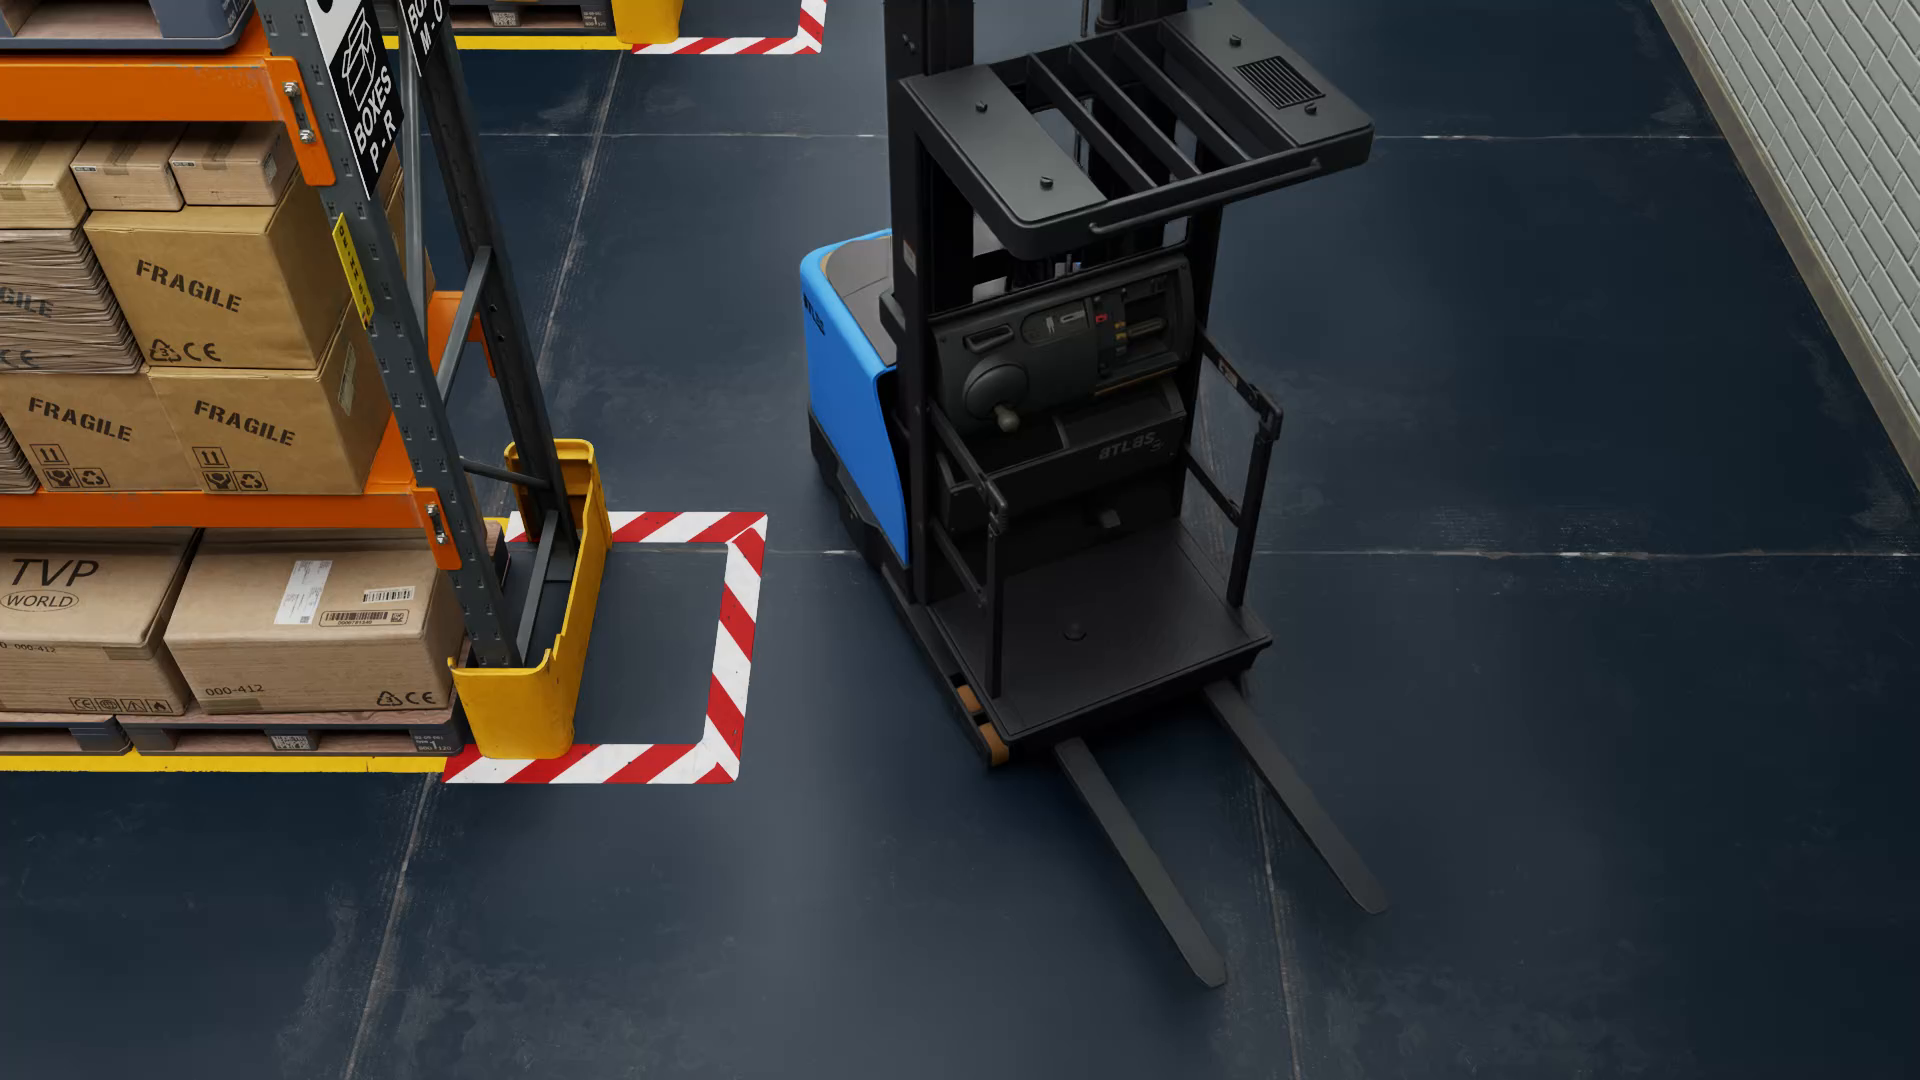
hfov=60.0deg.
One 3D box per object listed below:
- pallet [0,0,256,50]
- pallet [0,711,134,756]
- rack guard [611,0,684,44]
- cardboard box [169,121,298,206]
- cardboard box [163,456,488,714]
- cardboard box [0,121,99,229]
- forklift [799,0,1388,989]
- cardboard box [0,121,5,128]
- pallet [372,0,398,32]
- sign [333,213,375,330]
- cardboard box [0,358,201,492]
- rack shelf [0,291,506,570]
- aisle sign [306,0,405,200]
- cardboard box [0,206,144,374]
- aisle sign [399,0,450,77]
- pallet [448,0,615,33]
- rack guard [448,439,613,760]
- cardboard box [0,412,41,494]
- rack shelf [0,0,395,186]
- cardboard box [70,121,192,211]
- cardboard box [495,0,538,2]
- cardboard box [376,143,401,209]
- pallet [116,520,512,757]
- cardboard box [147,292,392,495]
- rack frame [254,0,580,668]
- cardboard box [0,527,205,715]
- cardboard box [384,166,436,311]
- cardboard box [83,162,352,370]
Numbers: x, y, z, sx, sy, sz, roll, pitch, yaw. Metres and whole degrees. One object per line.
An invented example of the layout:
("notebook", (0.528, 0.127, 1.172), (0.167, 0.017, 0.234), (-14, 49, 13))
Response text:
("pallet", (-2.366, -1.634, 4.314), (1.213, 0.211, 1.003), (0, 47, 0))
("pallet", (-3.641, 0.352, 6.359), (1.213, 0.211, 1.003), (0, 47, 0))
("rack guard", (-1.783, -3.420, 9.673), (0.348, 0.500, 1.175), (0, 47, 0))
("cardboard box", (-1.984, -1.098, 4.609), (0.250, 0.149, 0.380), (1, 47, 1))
("cardboard box", (-2.285, 0.153, 6.103), (0.875, 0.438, 0.875), (-1, 47, -1))
("cardboard box", (-2.497, -1.020, 4.537), (0.250, 0.149, 0.380), (0, 47, 0))
("forklift", (0.448, -0.546, 5.336), (1.130, 2.935, 3.031), (-19, 50, -17))
("cardboard box", (-2.748, -1.051, 4.566), (0.250, 0.149, 0.380), (1, 47, 1))
("pallet", (-3.812, -3.355, 9.810), (1.213, 0.211, 1.003), (0, 47, 0))
("sign", (-1.640, -0.726, 4.505), (0.005, 0.325, 0.100), (0, 47, 0))
("cardboard box", (-2.610, -0.502, 5.181), (0.500, 0.500, 0.500), (-1, 47, -1))
("rack shelf", (-3.625, -0.408, 5.653), (4.000, 0.370, 1.077), (0, 47, 0))
("aisle sign", (-1.554, -1.307, 4.222), (0.004, 0.787, 0.394), (0, 47, 0))
("cardboard box", (-2.630, -0.830, 4.803), (0.500, 0.500, 0.500), (0, 47, 0))
("aisle sign", (-1.551, -1.746, 4.631), (0.004, 0.787, 0.394), (0, 47, 0))
("pallet", (-2.595, -3.350, 9.805), (1.213, 0.211, 1.003), (0, 47, 0))
("rack guard", (-1.601, 0.204, 6.300), (0.348, 0.500, 1.175), (0, 47, 0))
("cardboard box", (-3.124, -0.496, 5.175), (0.500, 0.500, 0.500), (1, 47, 1))
("rack shelf", (-3.625, -1.430, 4.555), (4.000, 0.370, 1.077), (0, 47, 0))
("cardboard box", (-2.238, -1.081, 4.594), (0.250, 0.149, 0.380), (1, 47, 1))
("cardboard box", (-2.492, -3.219, 9.438), (0.250, 0.149, 0.380), (1, 47, 1))
("cardboard box", (-2.103, -1.233, 5.178), (0.500, 0.500, 0.500), (-1, 47, -1))
("pallet", (-2.424, 0.357, 6.354), (1.213, 0.211, 1.003), (0, 47, 0))
("cardboard box", (-2.108, -0.490, 5.169), (0.500, 0.500, 0.500), (0, 47, 0))
("rack frame", (-1.625, -0.648, 5.385), (0.127, 3.000, 1.000), (0, 47, 0))
("cardboard box", (-3.200, 0.157, 6.099), (0.875, 0.438, 0.875), (1, 47, 1))
("cardboard box", (-2.103, -0.894, 5.545), (0.500, 0.500, 0.500), (0, 47, 0))
("cardboard box", (-2.107, -0.850, 4.821), (0.500, 0.500, 0.500), (2, 47, 1))
